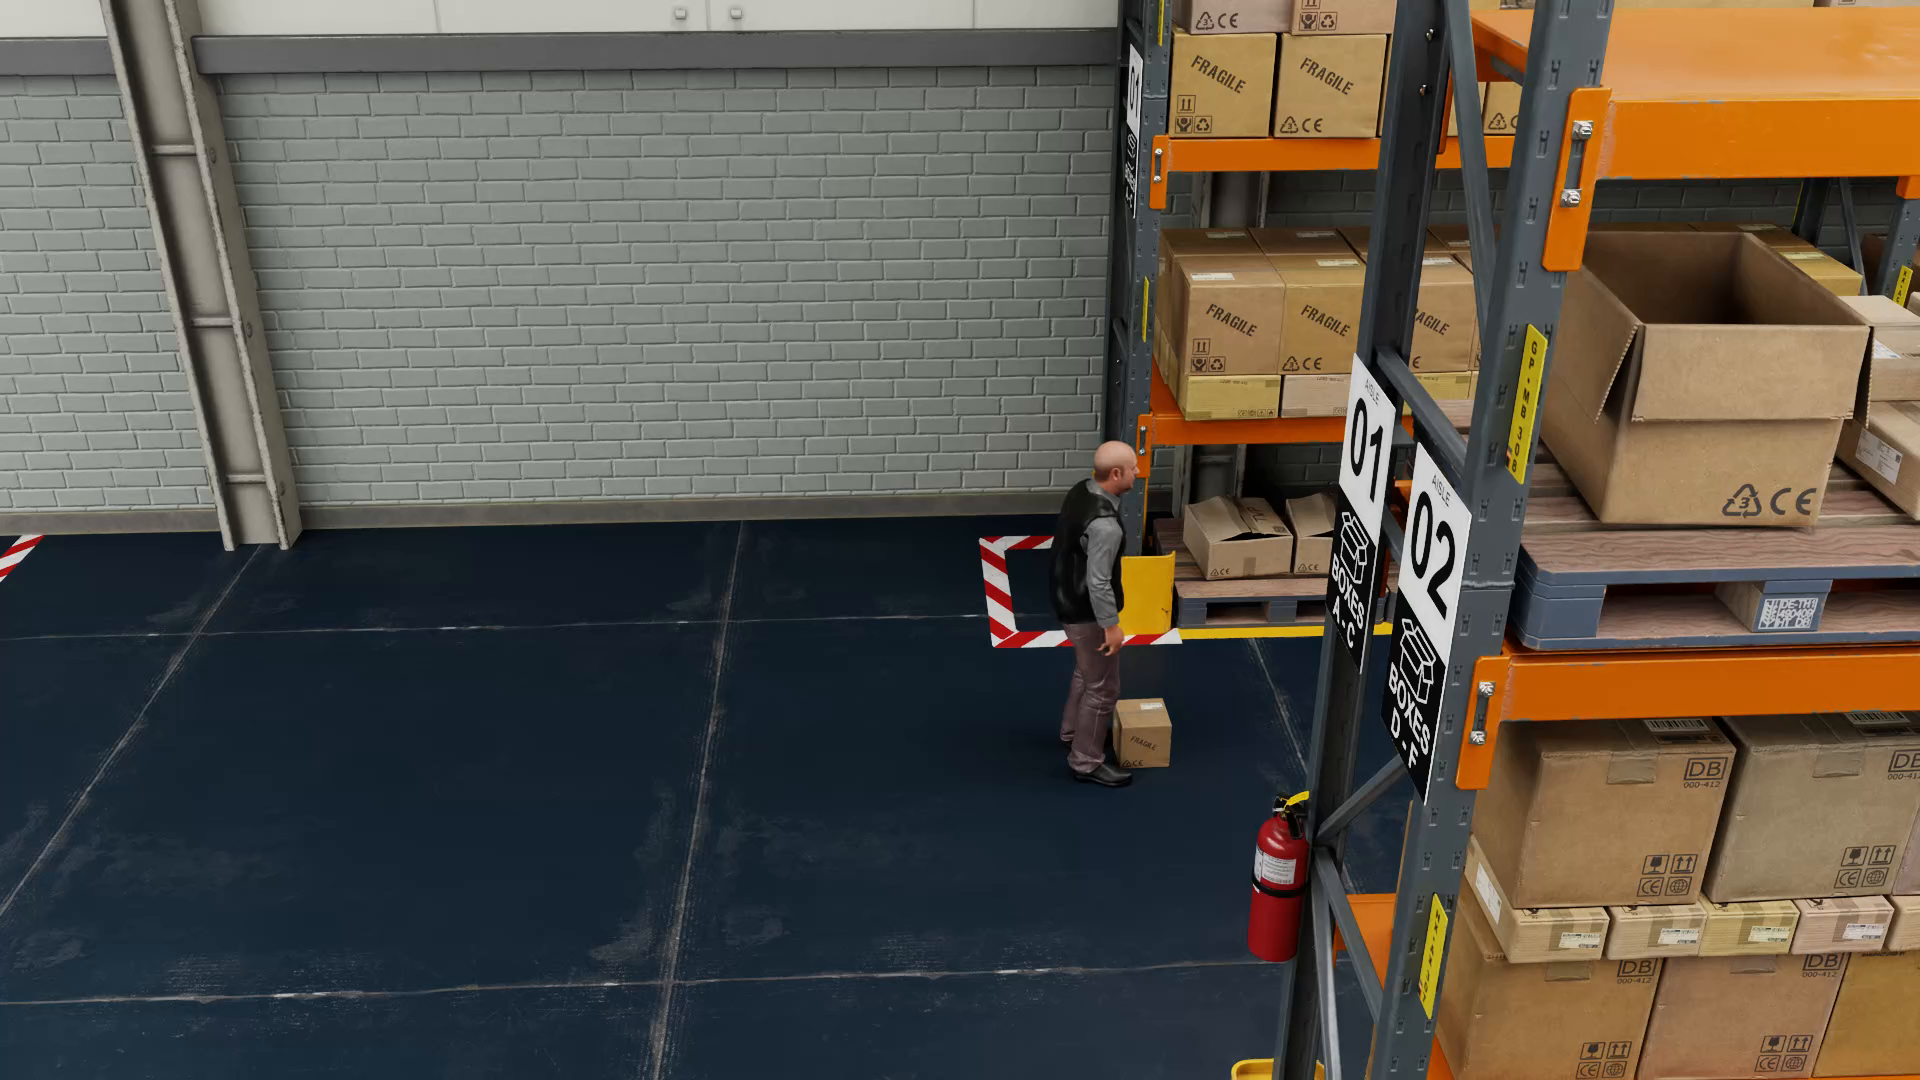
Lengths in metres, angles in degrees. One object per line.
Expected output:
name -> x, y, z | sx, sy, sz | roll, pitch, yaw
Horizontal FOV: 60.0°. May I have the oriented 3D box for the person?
person -> 0.632, 0.328, 8.012 | 0.411, 1.721, 0.588 | -2, 27, -4
